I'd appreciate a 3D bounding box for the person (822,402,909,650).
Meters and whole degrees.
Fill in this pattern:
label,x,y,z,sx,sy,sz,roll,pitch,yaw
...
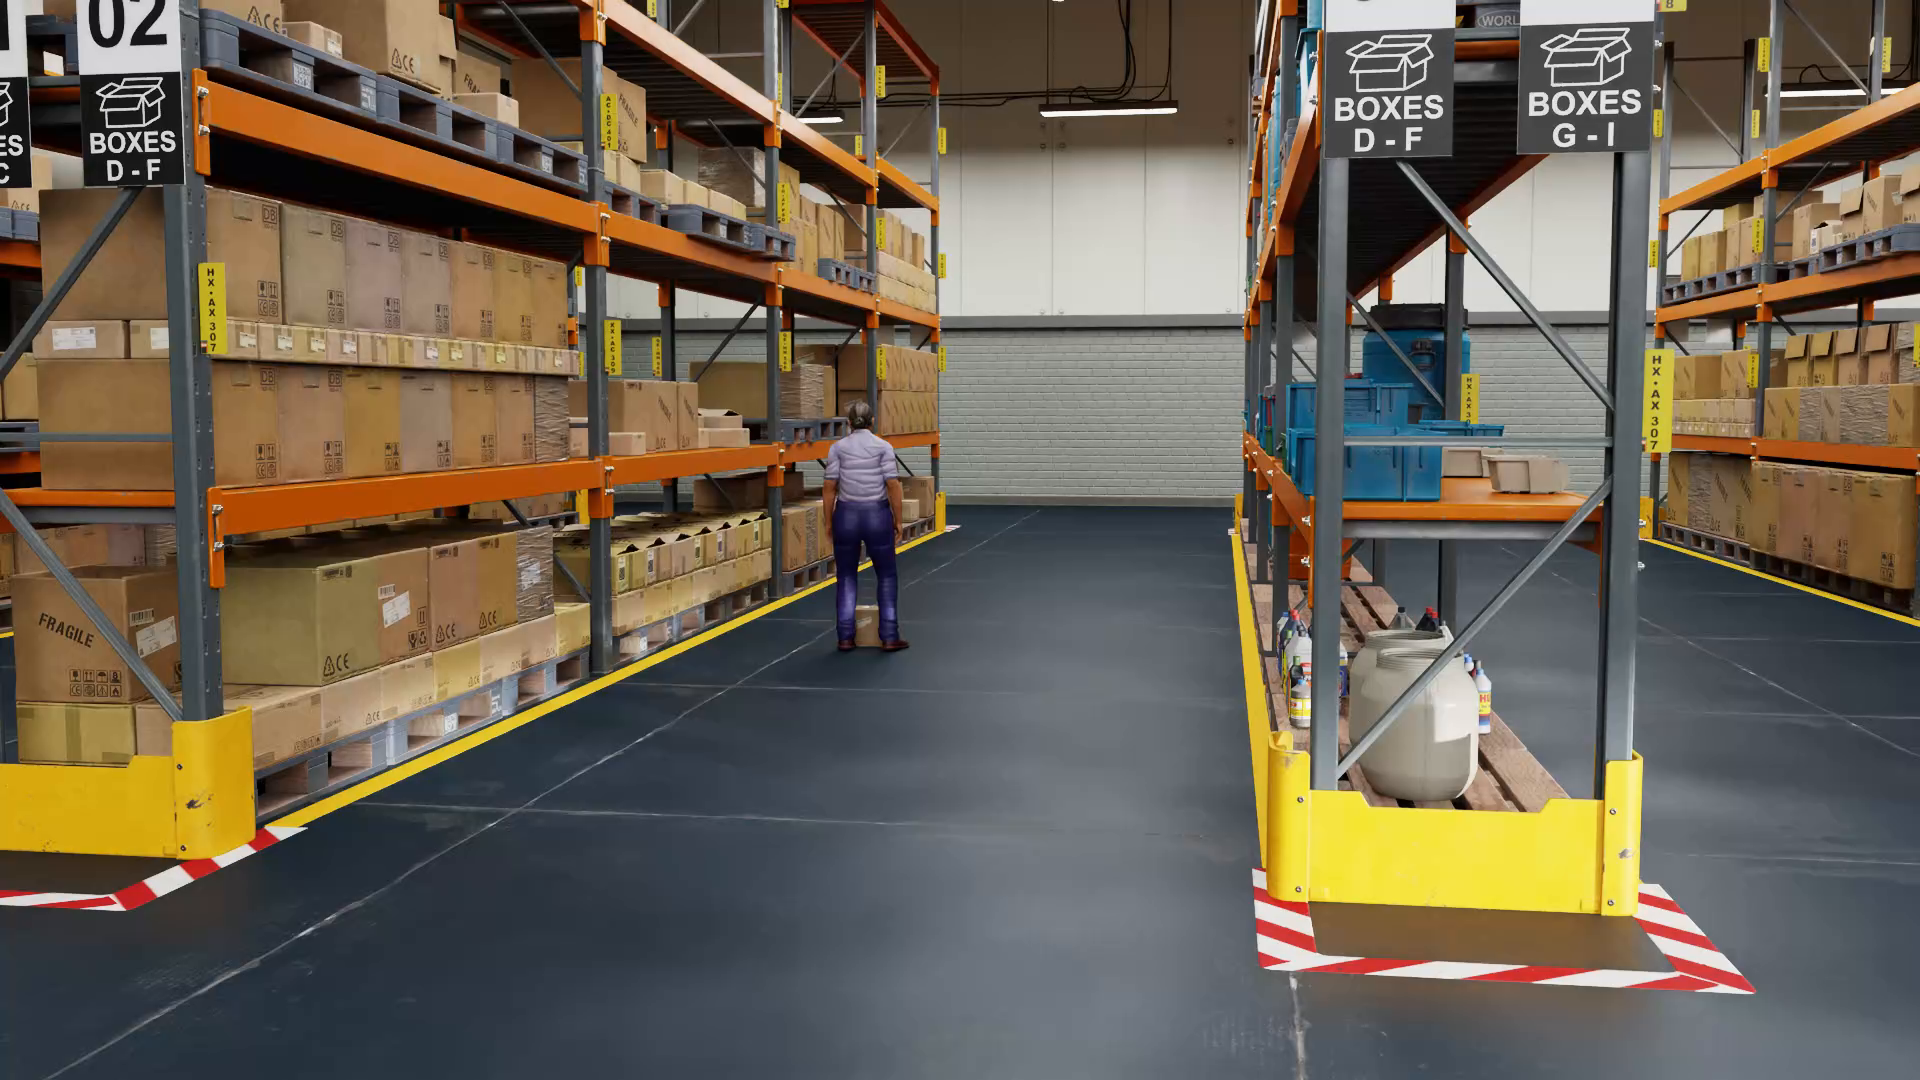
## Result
label,x,y,z,sx,sy,sz,roll,pitch,yaw
person,-0.633,-0.084,11.084,0.563,1.638,0.361,0,5,6
